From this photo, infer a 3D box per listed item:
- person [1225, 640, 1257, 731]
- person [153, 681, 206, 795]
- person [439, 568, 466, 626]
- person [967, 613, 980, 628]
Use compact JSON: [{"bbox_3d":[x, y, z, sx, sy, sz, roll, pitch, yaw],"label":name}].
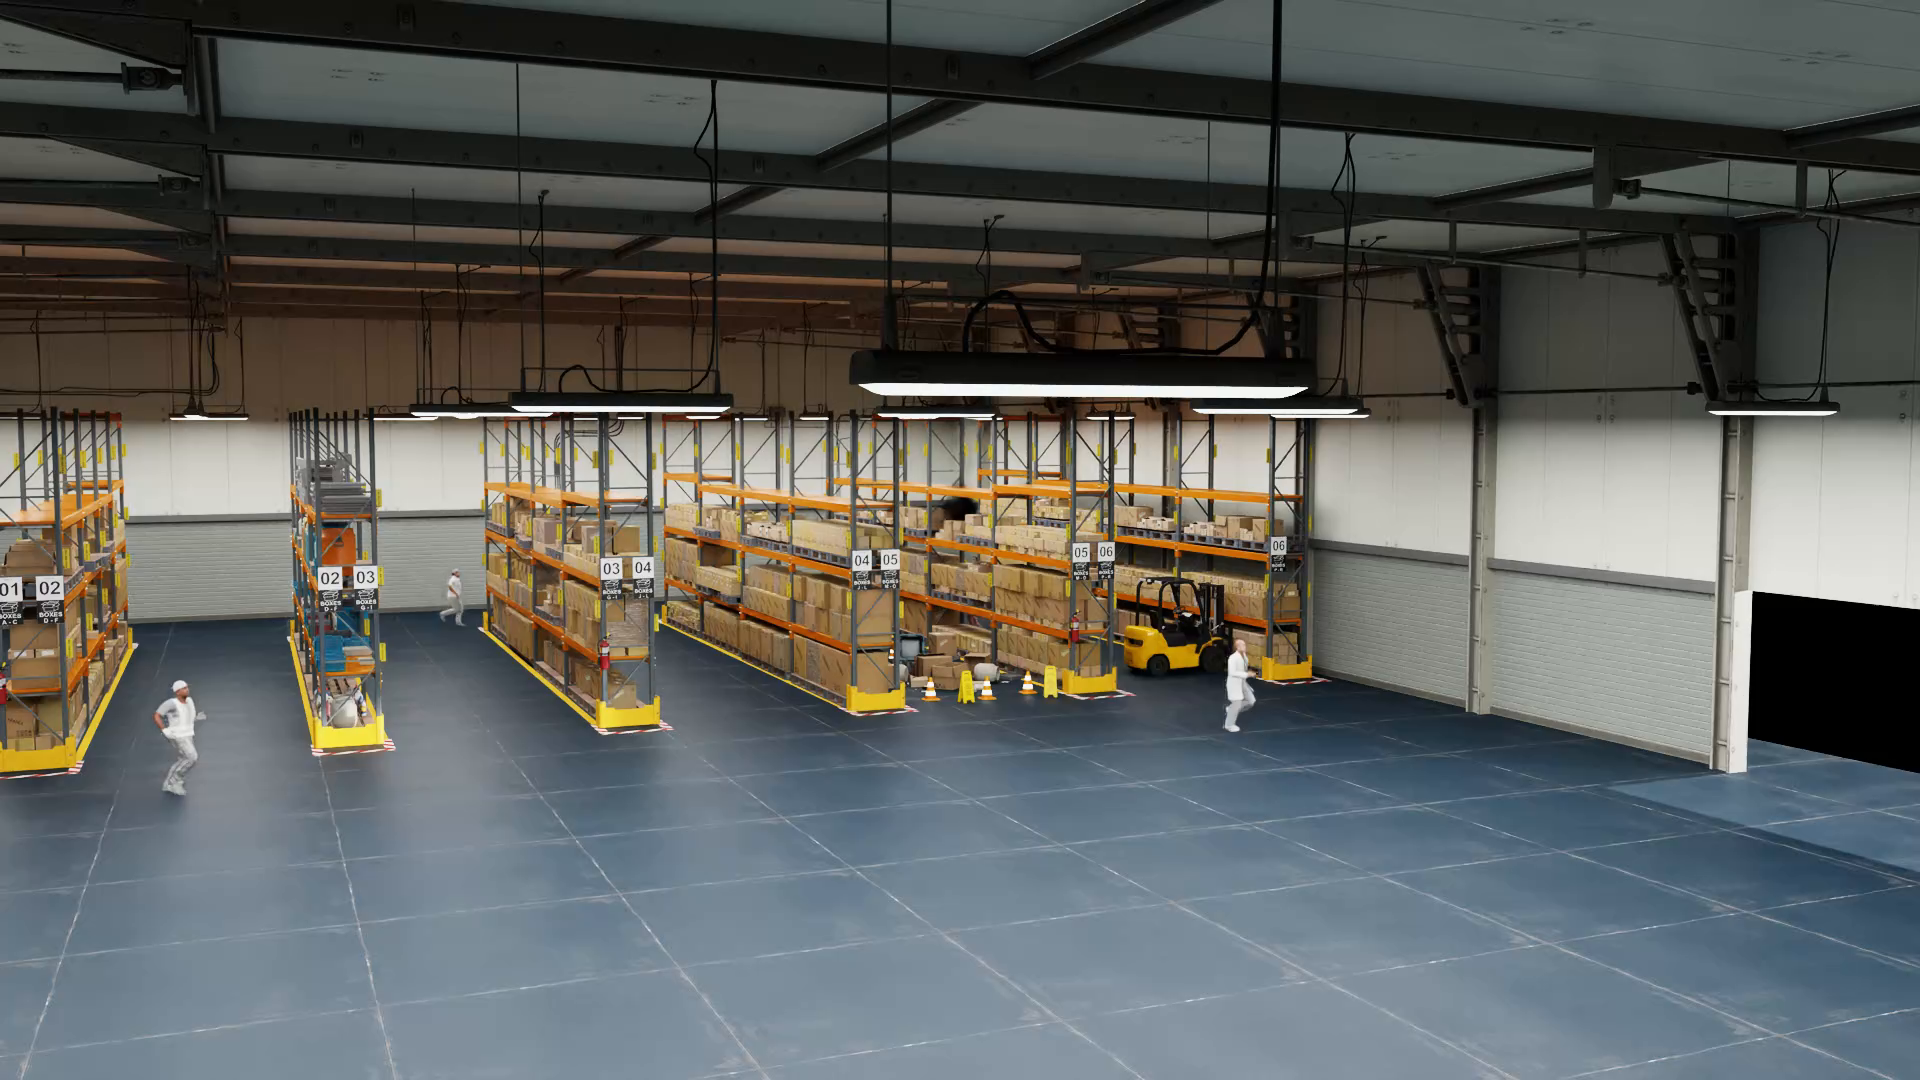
[{"bbox_3d":[5.199,2.697,30.801,0.724,1.728,0.761,3,5,39],"label":"person"},{"bbox_3d":[-12.004,3.000,25.662,0.686,1.666,0.673,0,4,5],"label":"person"},{"bbox_3d":[-14.369,1.628,47.079,0.725,1.647,0.629,-1,4,-11],"label":"person"},{"bbox_3d":[0.297,1.765,44.818,0.564,1.637,0.537,-2,4,-23],"label":"person"}]
